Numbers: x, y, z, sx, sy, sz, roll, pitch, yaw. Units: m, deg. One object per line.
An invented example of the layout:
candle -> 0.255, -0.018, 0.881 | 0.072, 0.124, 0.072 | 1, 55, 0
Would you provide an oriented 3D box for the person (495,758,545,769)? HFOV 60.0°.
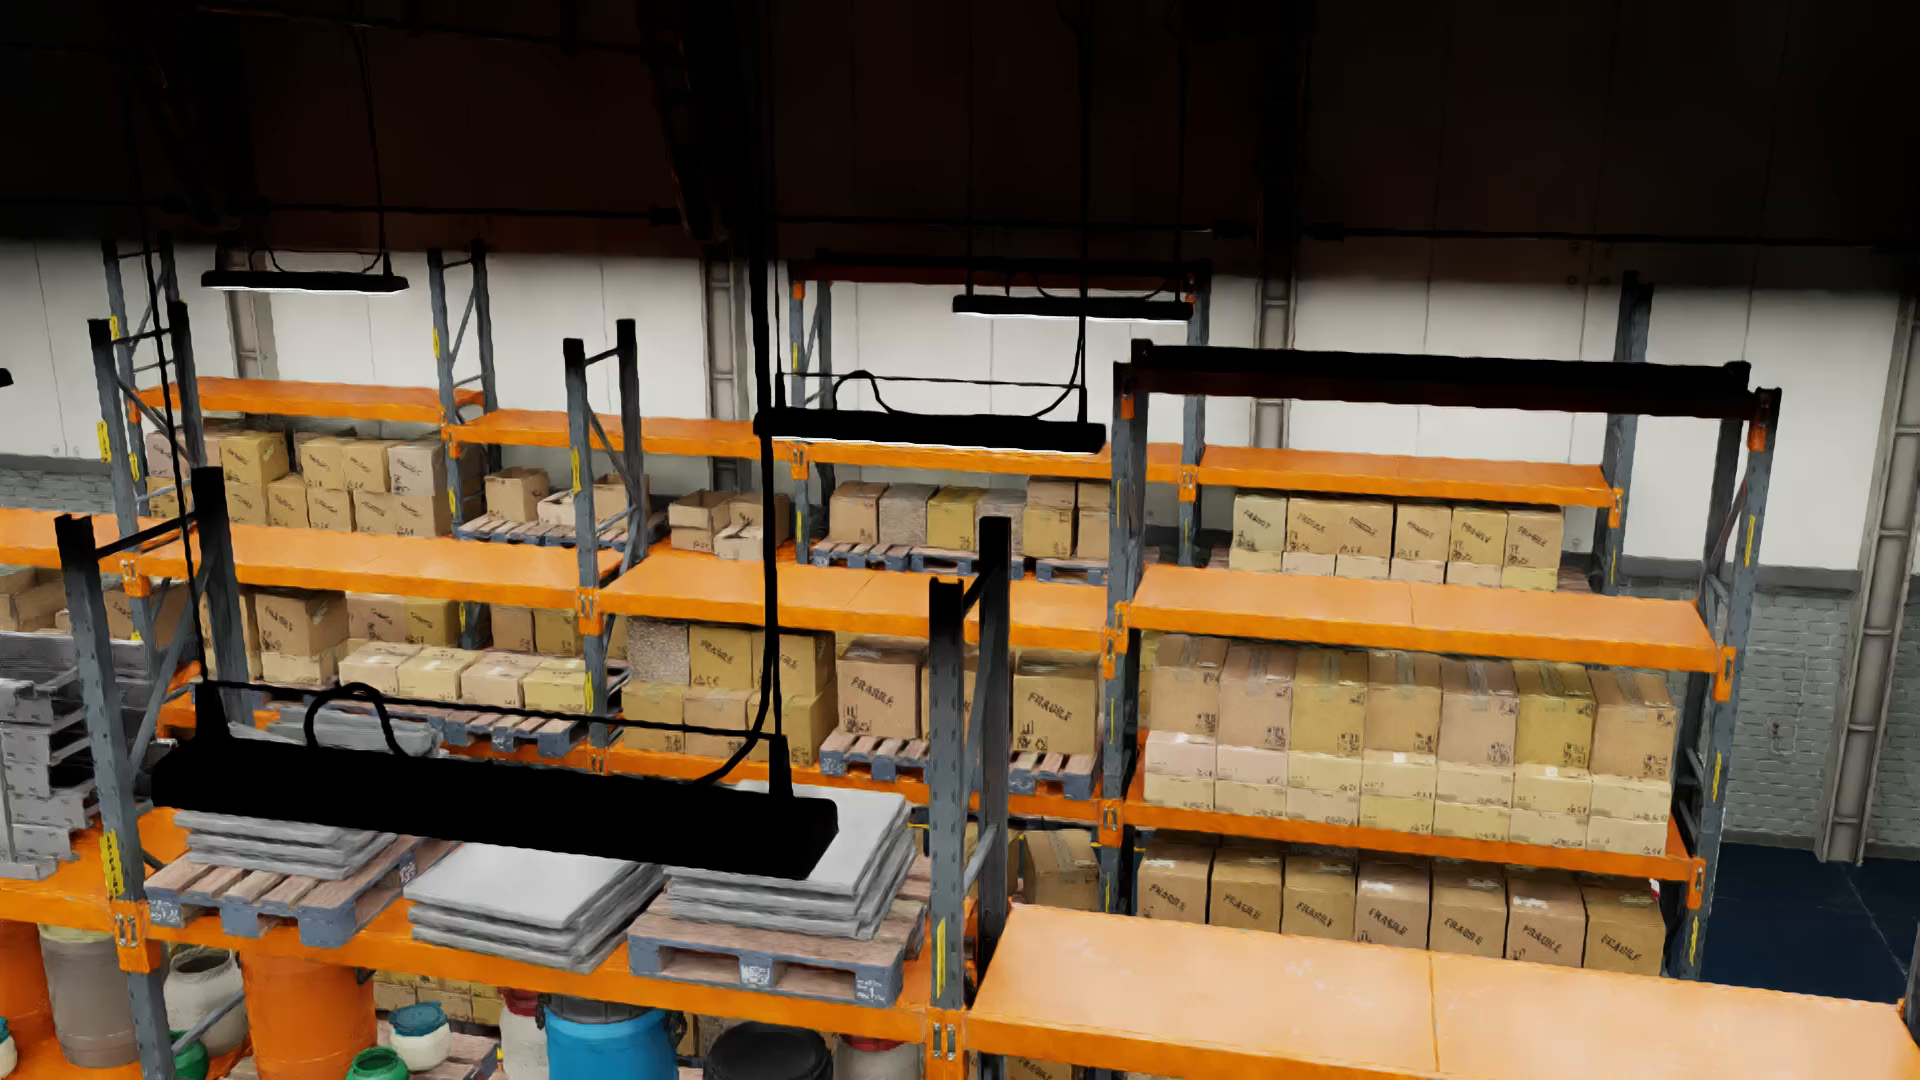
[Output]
person -> -4.660, 2.173, 17.719 | 0.642, 1.766, 0.469 | -3, 17, -11
